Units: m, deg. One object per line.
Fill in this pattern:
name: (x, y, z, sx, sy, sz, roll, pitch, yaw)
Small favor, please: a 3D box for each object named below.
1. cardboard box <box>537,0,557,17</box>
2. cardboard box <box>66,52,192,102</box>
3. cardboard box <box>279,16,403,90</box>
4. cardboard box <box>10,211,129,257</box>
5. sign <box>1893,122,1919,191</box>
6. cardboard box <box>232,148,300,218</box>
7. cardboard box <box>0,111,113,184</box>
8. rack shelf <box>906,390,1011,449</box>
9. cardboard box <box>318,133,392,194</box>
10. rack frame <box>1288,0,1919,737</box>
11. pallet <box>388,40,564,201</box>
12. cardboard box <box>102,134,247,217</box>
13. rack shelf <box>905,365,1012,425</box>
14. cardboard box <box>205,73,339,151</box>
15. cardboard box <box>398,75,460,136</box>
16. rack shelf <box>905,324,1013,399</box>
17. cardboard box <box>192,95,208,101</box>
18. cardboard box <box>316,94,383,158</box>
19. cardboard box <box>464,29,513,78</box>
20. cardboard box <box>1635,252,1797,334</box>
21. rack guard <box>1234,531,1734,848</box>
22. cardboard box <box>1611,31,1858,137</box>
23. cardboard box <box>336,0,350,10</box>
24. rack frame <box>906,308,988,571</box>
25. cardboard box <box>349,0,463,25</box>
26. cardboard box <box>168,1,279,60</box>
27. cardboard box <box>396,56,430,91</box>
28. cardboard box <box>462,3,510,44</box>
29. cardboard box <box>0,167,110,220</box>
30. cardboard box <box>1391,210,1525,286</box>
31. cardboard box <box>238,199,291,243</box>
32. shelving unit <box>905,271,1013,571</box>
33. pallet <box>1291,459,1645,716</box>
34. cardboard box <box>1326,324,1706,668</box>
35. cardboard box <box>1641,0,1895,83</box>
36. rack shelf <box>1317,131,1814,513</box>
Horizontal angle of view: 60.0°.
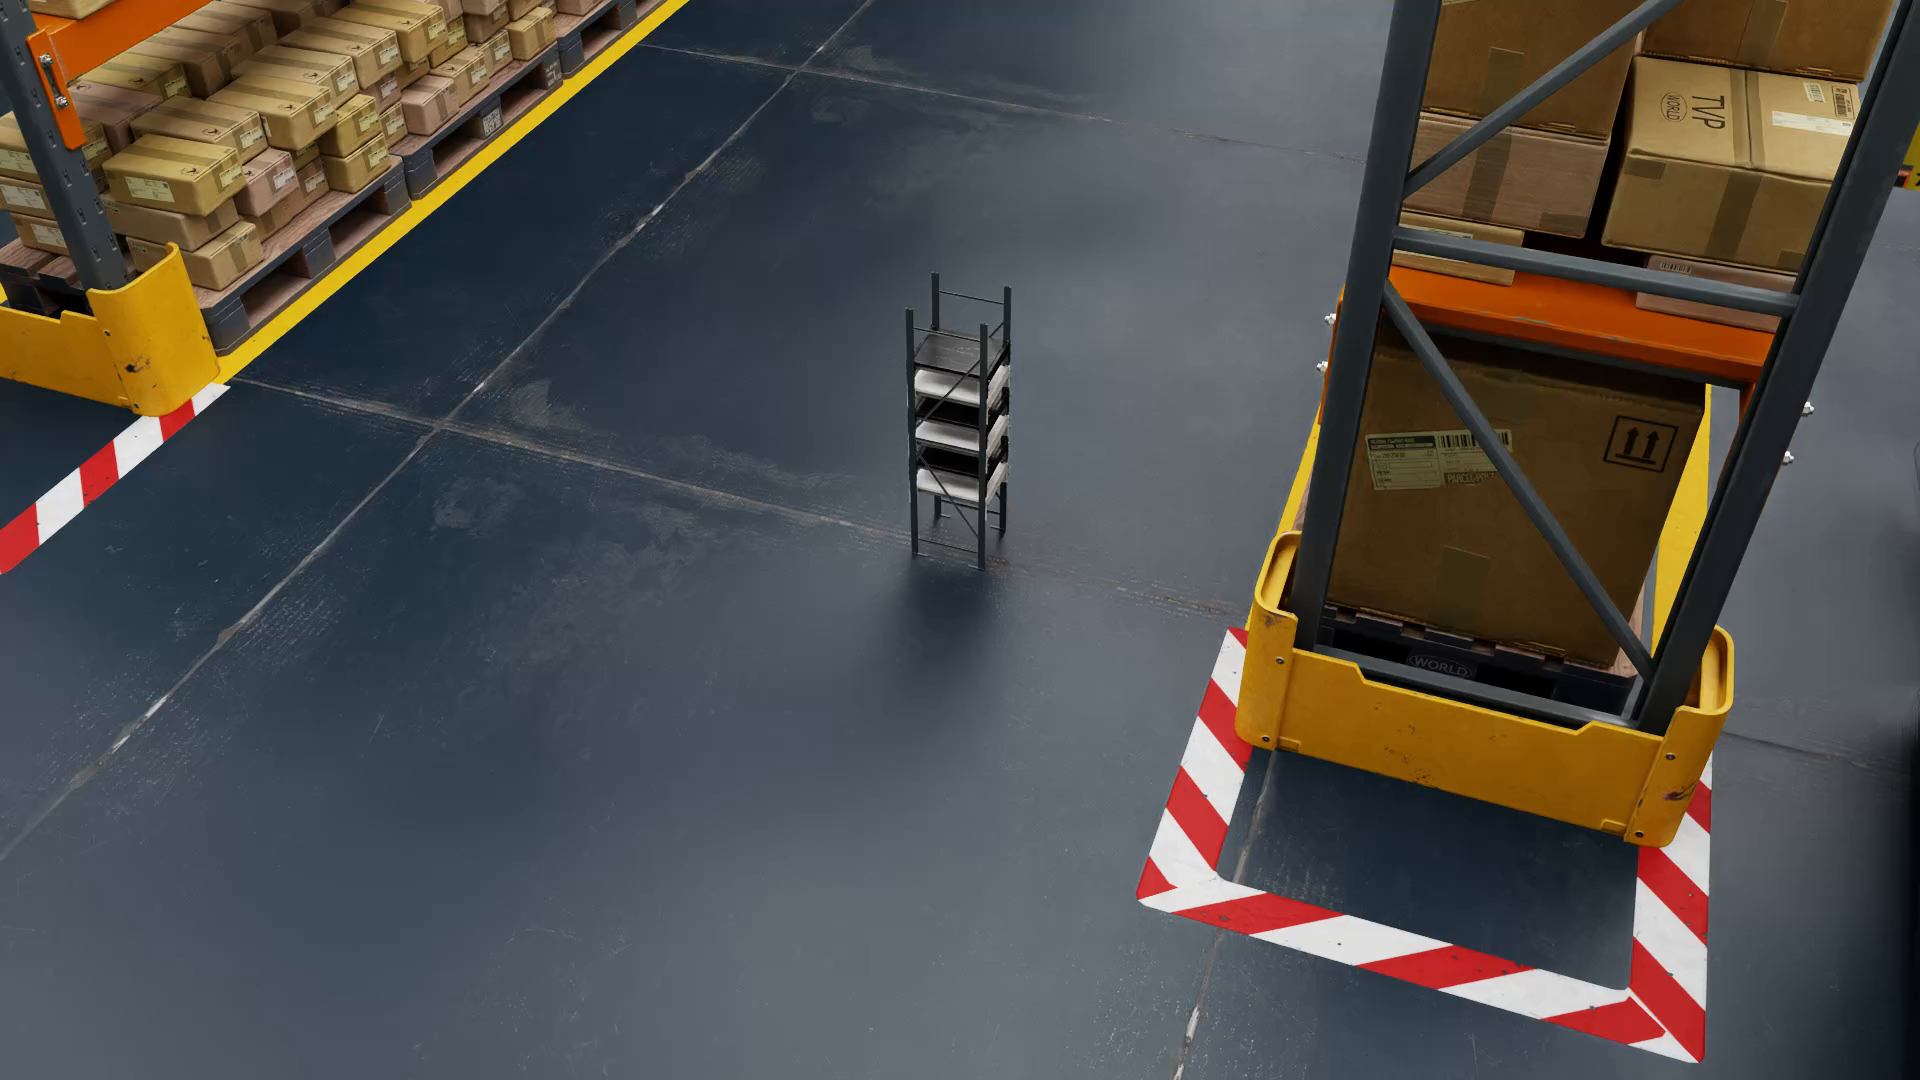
cardboard box: (-2.111, -2.492, 7.733, 0.380, 0.149, 0.250, 12, 42, 14)
cardboard box: (-3.212, -1.749, 6.403, 0.380, 0.149, 0.250, 12, 42, 14)
cardboard box: (-2.467, -1.944, 6.632, 0.380, 0.149, 0.250, 15, 43, 17)
cardboard box: (-3.280, -1.184, 6.199, 0.380, 0.149, 0.250, 14, 42, 16)
sign: (1.882, -0.811, 3.162, 0.100, 0.325, 0.005, 13, 42, 15)
cardboard box: (-2.697, -1.347, 6.161, 0.380, 0.149, 0.250, 13, 42, 15)
cardboard box: (-3.321, -1.422, 6.020, 0.380, 0.149, 0.250, 14, 42, 16)
rack shelf: (-0.003, -0.381, 4.915, 0.258, 0.077, 0.200, 13, 42, 15)
cardboard box: (-2.502, -1.527, 6.602, 0.380, 0.149, 0.250, 14, 42, 16)
rack frame: (1.363, -0.579, 3.617, 1.000, 3.000, 0.127, 13, 42, 15)
pallet: (-2.508, -1.956, 7.380, 1.003, 0.211, 1.213, 13, 42, 15)
cardboard box: (-2.765, -1.287, 5.862, 0.380, 0.149, 0.250, 11, 42, 13)
rack shelf: (-0.003, -0.449, 4.857, 0.258, 0.077, 0.200, 13, 42, 15)
cardboard box: (-2.578, -1.607, 6.237, 0.380, 0.149, 0.250, 13, 42, 15)
cardboard box: (-2.338, -1.837, 6.965, 0.380, 0.149, 0.250, 11, 42, 13)
rack shelf: (-0.003, -0.517, 4.799, 0.258, 0.077, 0.200, 13, 42, 15)
cardboard box: (-2.987, -1.773, 6.661, 0.380, 0.149, 0.250, 13, 42, 15)
cardboard box: (-2.506, -1.648, 6.514, 0.380, 0.149, 0.250, 15, 43, 16)
cardboard box: (-2.216, -2.166, 7.350, 0.380, 0.149, 0.250, 14, 42, 16)
cardboard box: (1.794, -0.626, 3.867, 0.380, 0.149, 0.250, 14, 42, 16)
rack guard: (1.354, 0.387, 4.411, 1.175, 0.500, 0.348, 13, 42, 15)
cardboard box: (1.952, -1.186, 4.216, 0.500, 0.250, 0.500, 13, 42, 15)
cardboard box: (-2.767, -2.371, 7.132, 0.380, 0.149, 0.250, 13, 42, 15)
rack frame: (-0.038, -0.275, 4.879, 0.240, 0.900, 0.006, 13, 42, 15)
cardboard box: (-2.338, -2.269, 7.012, 0.380, 0.149, 0.250, 13, 42, 15)
cardboard box: (-3.024, -2.069, 6.778, 0.380, 0.149, 0.250, 15, 43, 17)
cardboard box: (-2.451, -2.006, 6.933, 0.380, 0.149, 0.250, 15, 43, 17)
cardboard box: (-2.218, -2.322, 7.304, 0.380, 0.149, 0.250, 11, 42, 13)
cardboard box: (-3.351, -1.315, 6.124, 0.380, 0.149, 0.250, 12, 42, 14)
cardboard box: (1.175, -0.773, 4.039, 0.380, 0.149, 0.250, 14, 42, 16)
cardboard box: (-2.771, -1.243, 6.269, 0.380, 0.149, 0.250, 13, 42, 15)
shelving unit: (-0.003, -0.337, 4.952, 0.258, 0.900, 0.210, 13, 42, 15)
pallet: (1.563, -0.023, 5.114, 1.003, 0.211, 1.213, 13, 42, 15)
cardboard box: (1.506, -0.338, 4.649, 0.875, 0.875, 0.875, 13, 42, 15)
cardboard box: (1.952, -1.458, 3.956, 0.500, 0.500, 0.500, 12, 42, 14)
rack shelf: (2.047, -1.525, 5.281, 1.077, 0.370, 4.000, 13, 42, 15)
